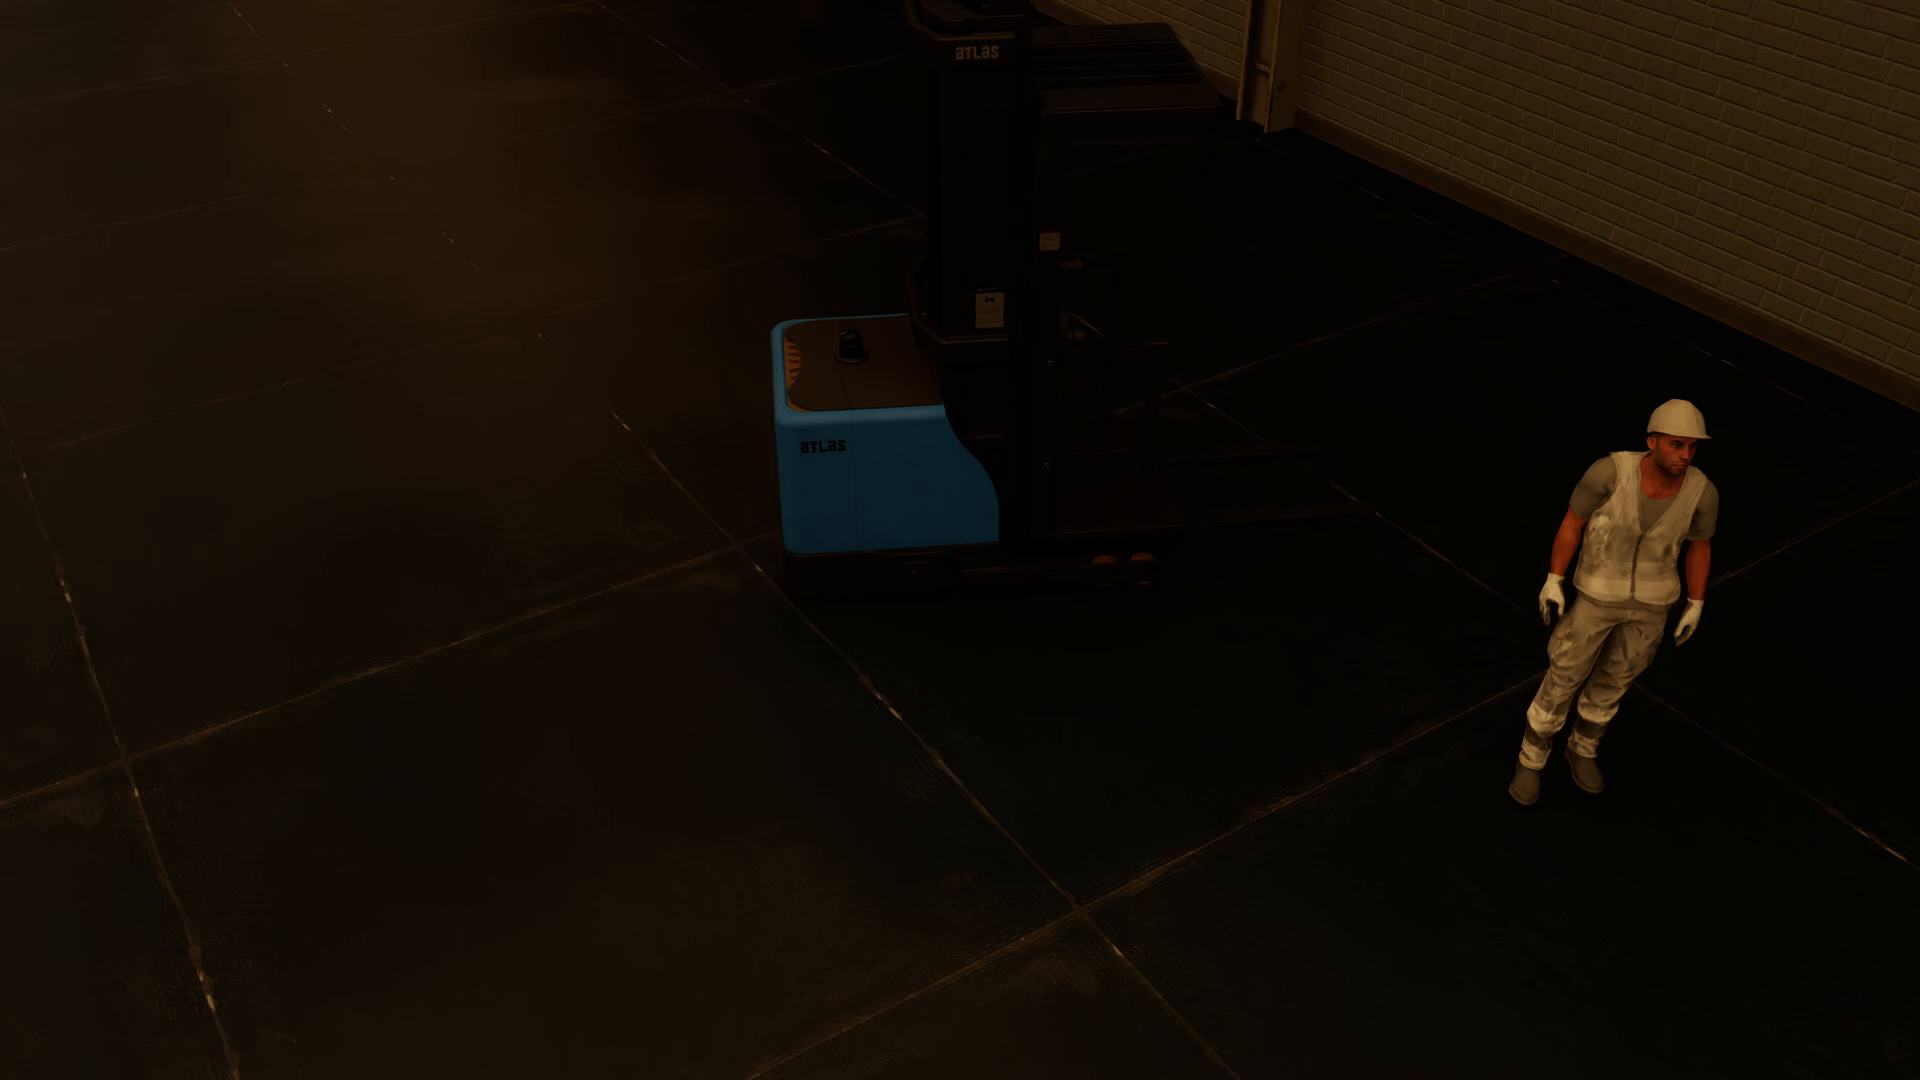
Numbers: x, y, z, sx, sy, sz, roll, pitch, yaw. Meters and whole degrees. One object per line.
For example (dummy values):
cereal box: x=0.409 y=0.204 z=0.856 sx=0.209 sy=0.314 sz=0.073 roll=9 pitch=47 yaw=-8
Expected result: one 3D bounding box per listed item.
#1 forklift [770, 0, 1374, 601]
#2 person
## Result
forklift: x=0.583 y=-1.258 z=7.938 sx=3.031 sy=2.935 sz=1.130 roll=-4 pitch=35 yaw=-5
person: x=2.683 y=0.280 z=6.730 sx=0.638 sy=1.787 sz=0.566 roll=5 pitch=35 yaw=8
